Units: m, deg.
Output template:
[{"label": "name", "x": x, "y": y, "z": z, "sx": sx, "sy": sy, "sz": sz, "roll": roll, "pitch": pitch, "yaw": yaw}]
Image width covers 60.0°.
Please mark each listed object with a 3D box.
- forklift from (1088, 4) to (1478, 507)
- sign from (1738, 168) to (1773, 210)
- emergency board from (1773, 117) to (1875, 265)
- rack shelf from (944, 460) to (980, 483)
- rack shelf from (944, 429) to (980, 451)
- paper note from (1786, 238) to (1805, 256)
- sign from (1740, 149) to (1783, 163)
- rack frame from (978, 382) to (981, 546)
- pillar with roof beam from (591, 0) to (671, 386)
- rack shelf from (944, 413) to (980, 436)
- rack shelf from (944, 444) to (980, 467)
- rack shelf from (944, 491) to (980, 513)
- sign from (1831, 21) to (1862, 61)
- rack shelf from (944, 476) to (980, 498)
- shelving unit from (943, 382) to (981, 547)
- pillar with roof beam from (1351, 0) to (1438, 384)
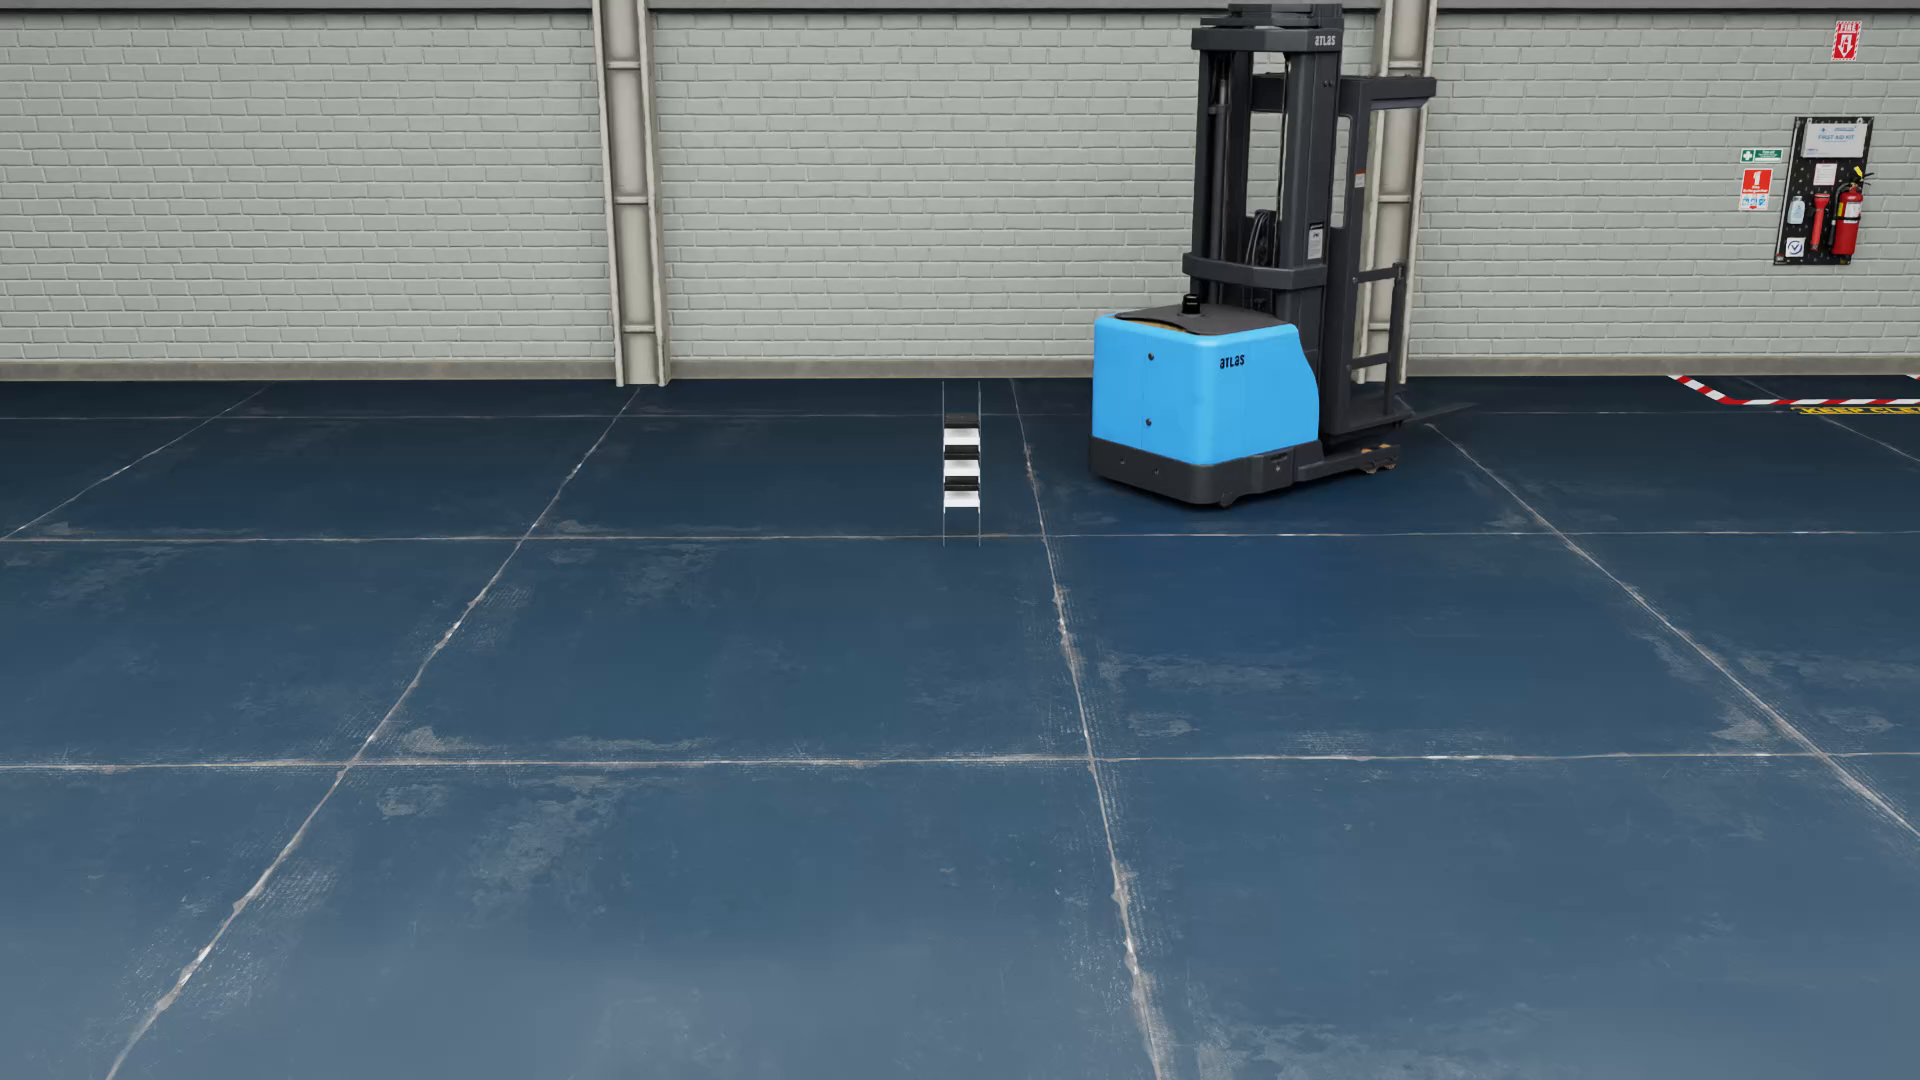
[{"label": "forklift", "x": 2.294, "y": -1.940, "z": 10.798, "sx": 3.031, "sy": 2.935, "sz": 1.130, "roll": -14, "pitch": 22, "yaw": -36}, {"label": "sign", "x": 6.396, "y": -2.819, "z": 13.367, "sx": 0.234, "sy": 0.329, "sz": 0.001, "roll": 0, "pitch": 18, "yaw": -1}, {"label": "emergency board", "x": 6.950, "y": -2.773, "z": 13.282, "sx": 0.643, "sy": 1.169, "sz": 0.194, "roll": 0, "pitch": 18, "yaw": -1}, {"label": "rack shelf", "x": 0.008, "y": -0.397, "z": 9.420, "sx": 0.200, "sy": 0.077, "sz": 0.258, "roll": 0, "pitch": 18, "yaw": -1}, {"label": "rack shelf", "x": 0.008, "y": -0.568, "z": 9.365, "sx": 0.200, "sy": 0.077, "sz": 0.258, "roll": 0, "pitch": 18, "yaw": -1}, {"label": "paper note", "x": 6.772, "y": -2.374, "z": 13.480, "sx": 0.142, "sy": 0.148, "sz": 0.016, "roll": 0, "pitch": 18, "yaw": -1}, {"label": "sign", "x": 6.400, "y": -3.069, "z": 13.277, "sx": 0.331, "sy": 0.109, "sz": 0.001, "roll": 0, "pitch": 18, "yaw": -1}, {"label": "rack frame", "x": 0.110, "y": -0.429, "z": 9.412, "sx": 0.006, "sy": 0.900, "sz": 0.240, "roll": 0, "pitch": 18, "yaw": -1}, {"label": "pillar with roof beam", "x": -2.509, "y": -4.258, "z": 8.088, "sx": 0.400, "sy": 9.000, "sz": 9.100, "roll": 0, "pitch": 18, "yaw": -1}, {"label": "rack shelf", "x": 0.008, "y": -0.654, "z": 9.338, "sx": 0.200, "sy": 0.077, "sz": 0.258, "roll": 0, "pitch": 18, "yaw": -1}, {"label": "rack shelf", "x": 0.008, "y": -0.482, "z": 9.393, "sx": 0.200, "sy": 0.077, "sz": 0.258, "roll": 0, "pitch": 18, "yaw": -1}, {"label": "rack shelf", "x": 0.008, "y": -0.225, "z": 9.475, "sx": 0.200, "sy": 0.077, "sz": 0.258, "roll": 0, "pitch": 18, "yaw": -1}, {"label": "sign", "x": 6.941, "y": -3.908, "z": 13.023, "sx": 0.199, "sy": 0.298, "sz": 0.001, "roll": 0, "pitch": 18, "yaw": -1}, {"label": "rack shelf", "x": 0.008, "y": -0.311, "z": 9.448, "sx": 0.200, "sy": 0.077, "sz": 0.258, "roll": 0, "pitch": 18, "yaw": -1}, {"label": "shelving unit", "x": 0.008, "y": -0.429, "z": 9.410, "sx": 0.210, "sy": 0.900, "sz": 0.258, "roll": 0, "pitch": 18, "yaw": -1}, {"label": "pillar with roof beam", "x": 3.490, "y": -4.286, "z": 8.178, "sx": 0.400, "sy": 9.000, "sz": 9.100, "roll": 0, "pitch": 18, "yaw": -1}]
